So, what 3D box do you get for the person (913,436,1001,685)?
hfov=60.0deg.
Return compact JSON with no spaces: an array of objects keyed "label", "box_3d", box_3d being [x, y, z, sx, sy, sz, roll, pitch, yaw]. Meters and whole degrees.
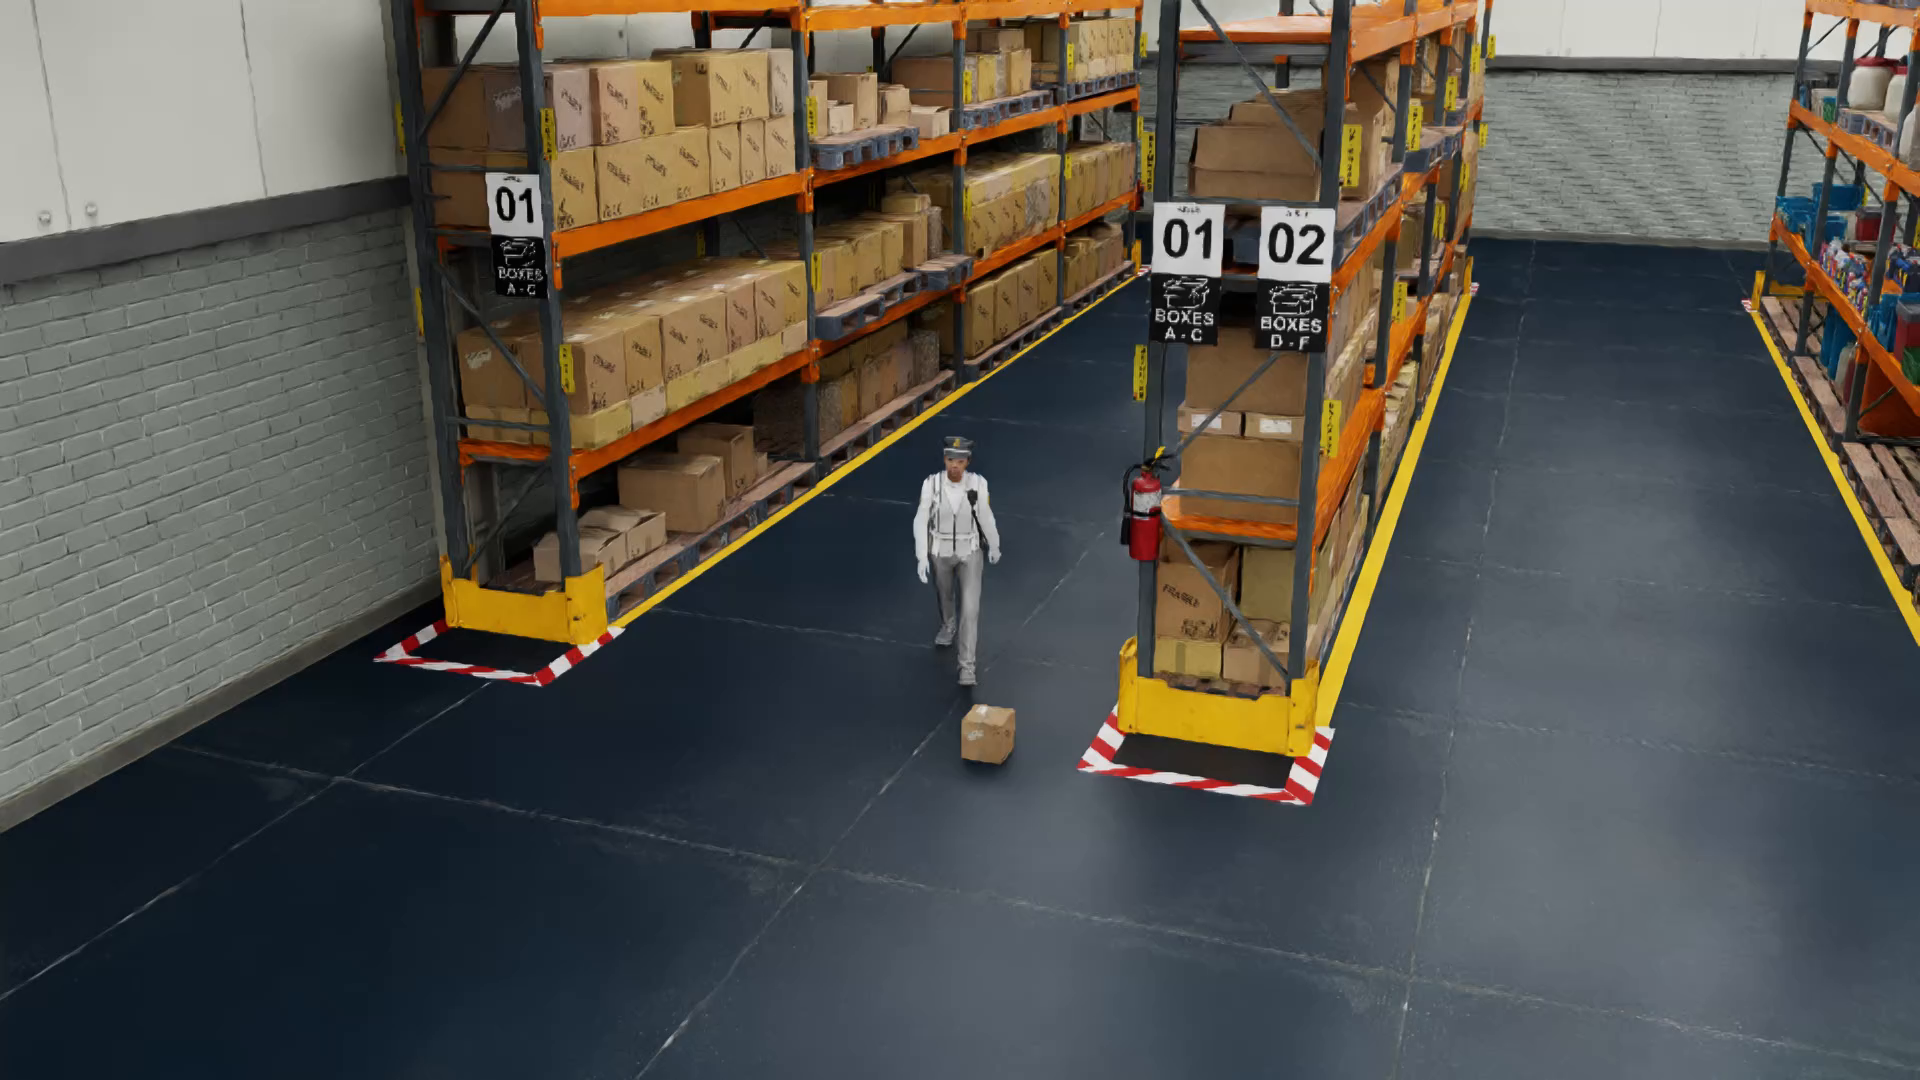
[{"label":"person","box_3d":[-0.024,0.074,10.861,0.563,1.601,1.082,1,19,4]}]
